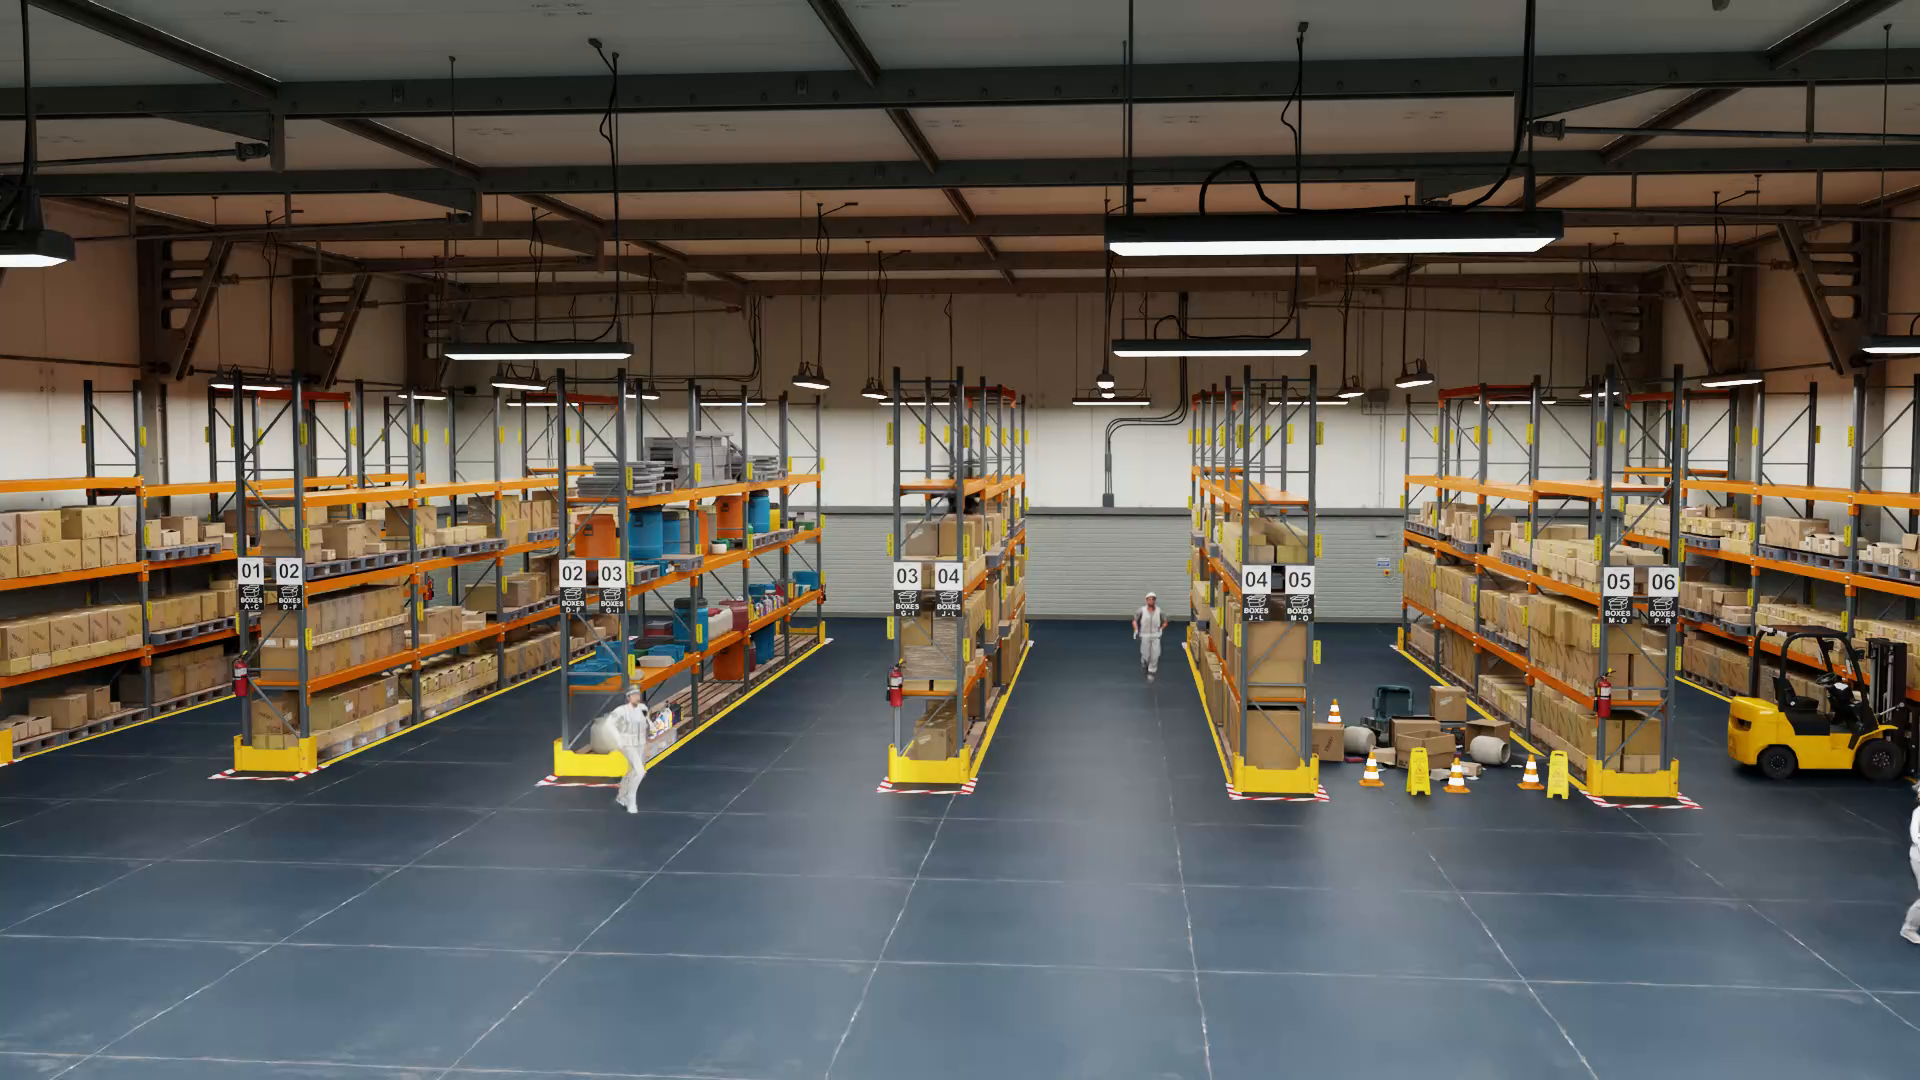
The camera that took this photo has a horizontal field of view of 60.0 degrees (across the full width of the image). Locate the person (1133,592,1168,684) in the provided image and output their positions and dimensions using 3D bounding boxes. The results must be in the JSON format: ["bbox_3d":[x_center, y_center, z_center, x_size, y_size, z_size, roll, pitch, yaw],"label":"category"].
[{"bbox_3d":[3.637,1.871,31.723,0.662,1.748,0.599,0,4,2],"label":"person"}]

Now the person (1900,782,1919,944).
[{"bbox_3d":[9.524,3.145,16.279,0.629,1.669,0.562,-3,4,-37],"label":"person"}]

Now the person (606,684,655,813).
[{"bbox_3d":[-4.363,2.790,22.278,0.697,1.740,0.566,3,5,40],"label":"person"}]

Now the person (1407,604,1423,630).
[{"bbox_3d":[11.098,1.658,40.334,0.831,1.721,0.761,3,4,36],"label":"person"}]
